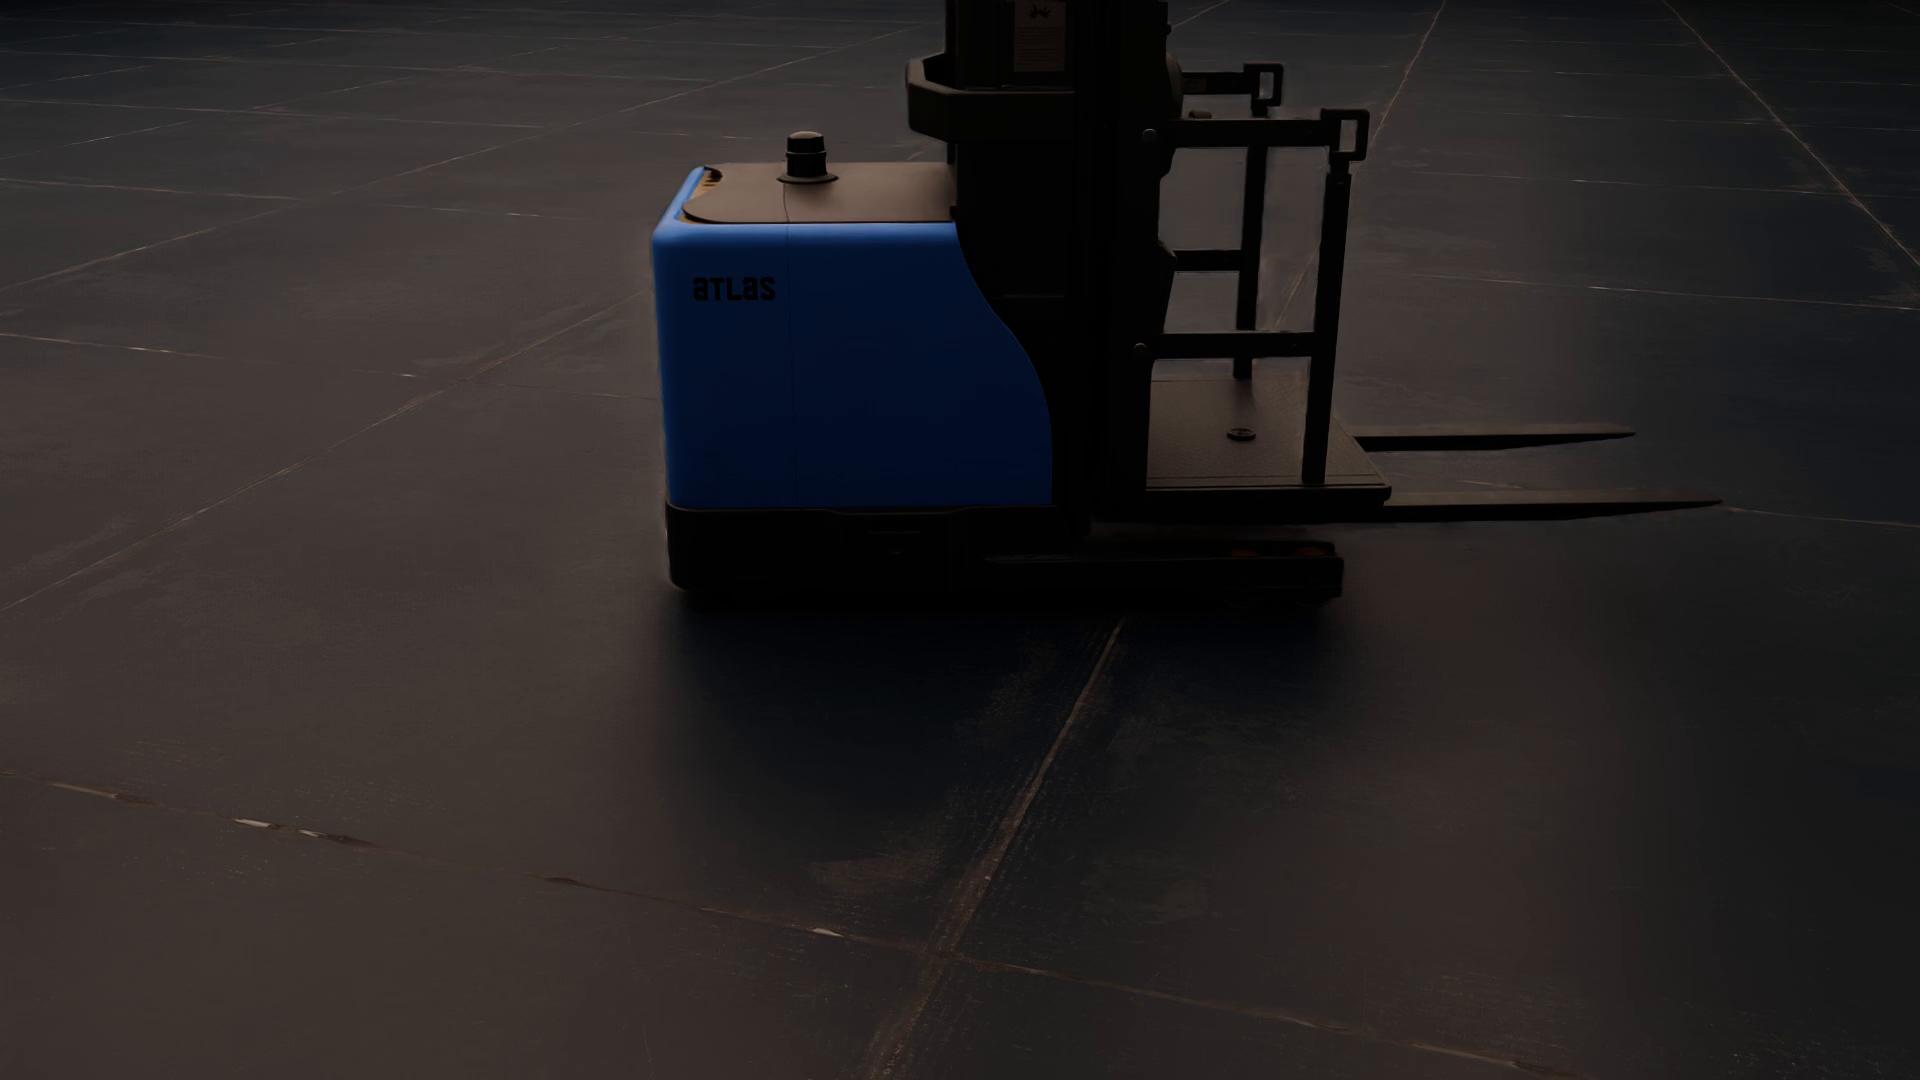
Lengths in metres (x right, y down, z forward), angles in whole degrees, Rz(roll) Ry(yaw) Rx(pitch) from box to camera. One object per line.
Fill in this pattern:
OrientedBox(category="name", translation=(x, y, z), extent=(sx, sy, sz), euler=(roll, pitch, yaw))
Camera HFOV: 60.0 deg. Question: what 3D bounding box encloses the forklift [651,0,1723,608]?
OrientedBox(category="forklift", translation=(0.683, -1.366, 4.588), extent=(3.031, 2.935, 1.130), euler=(-1, 22, -2))
